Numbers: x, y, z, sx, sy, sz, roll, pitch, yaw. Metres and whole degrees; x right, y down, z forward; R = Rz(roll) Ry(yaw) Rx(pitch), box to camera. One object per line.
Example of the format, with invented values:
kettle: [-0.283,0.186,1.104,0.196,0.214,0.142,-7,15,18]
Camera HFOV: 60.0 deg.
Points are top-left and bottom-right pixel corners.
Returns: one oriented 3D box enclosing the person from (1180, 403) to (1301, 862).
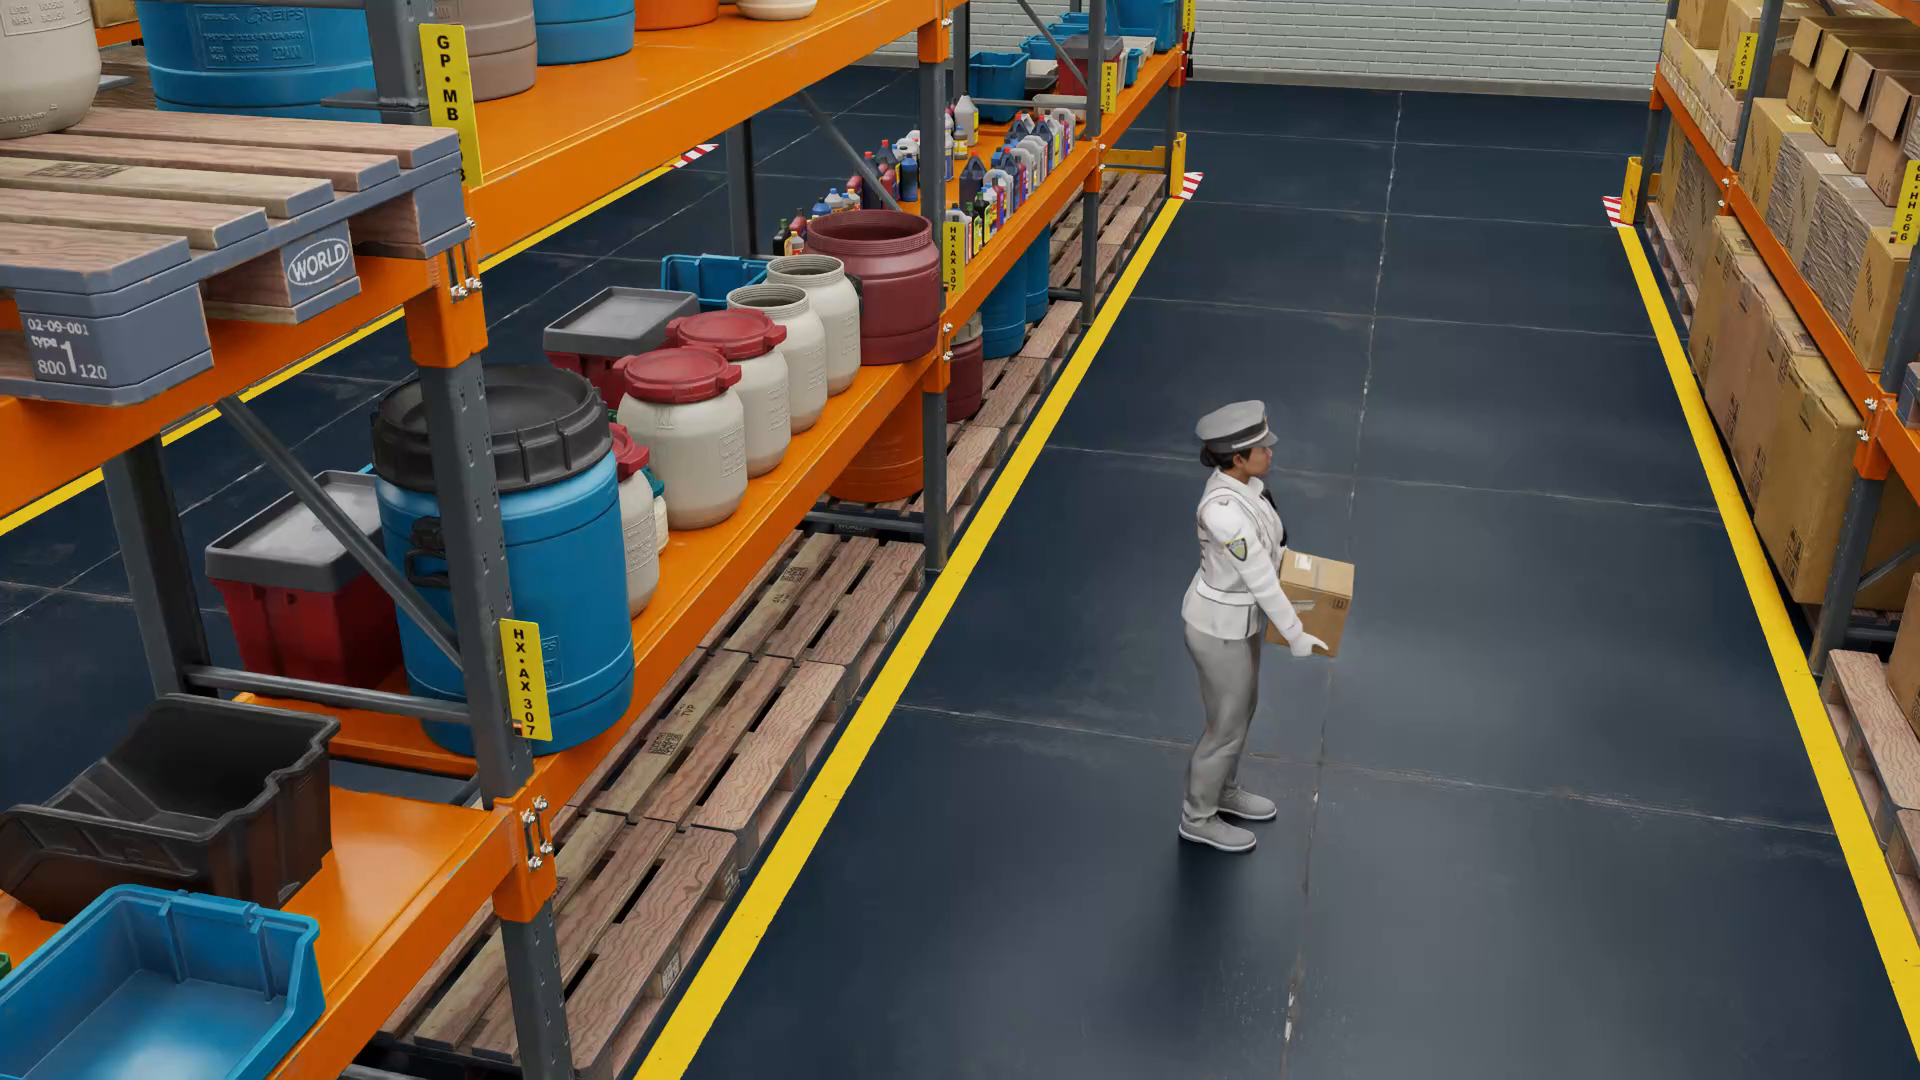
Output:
person: [0.992,0.305,5.962,0.408,1.667,0.547,5,26,10]
